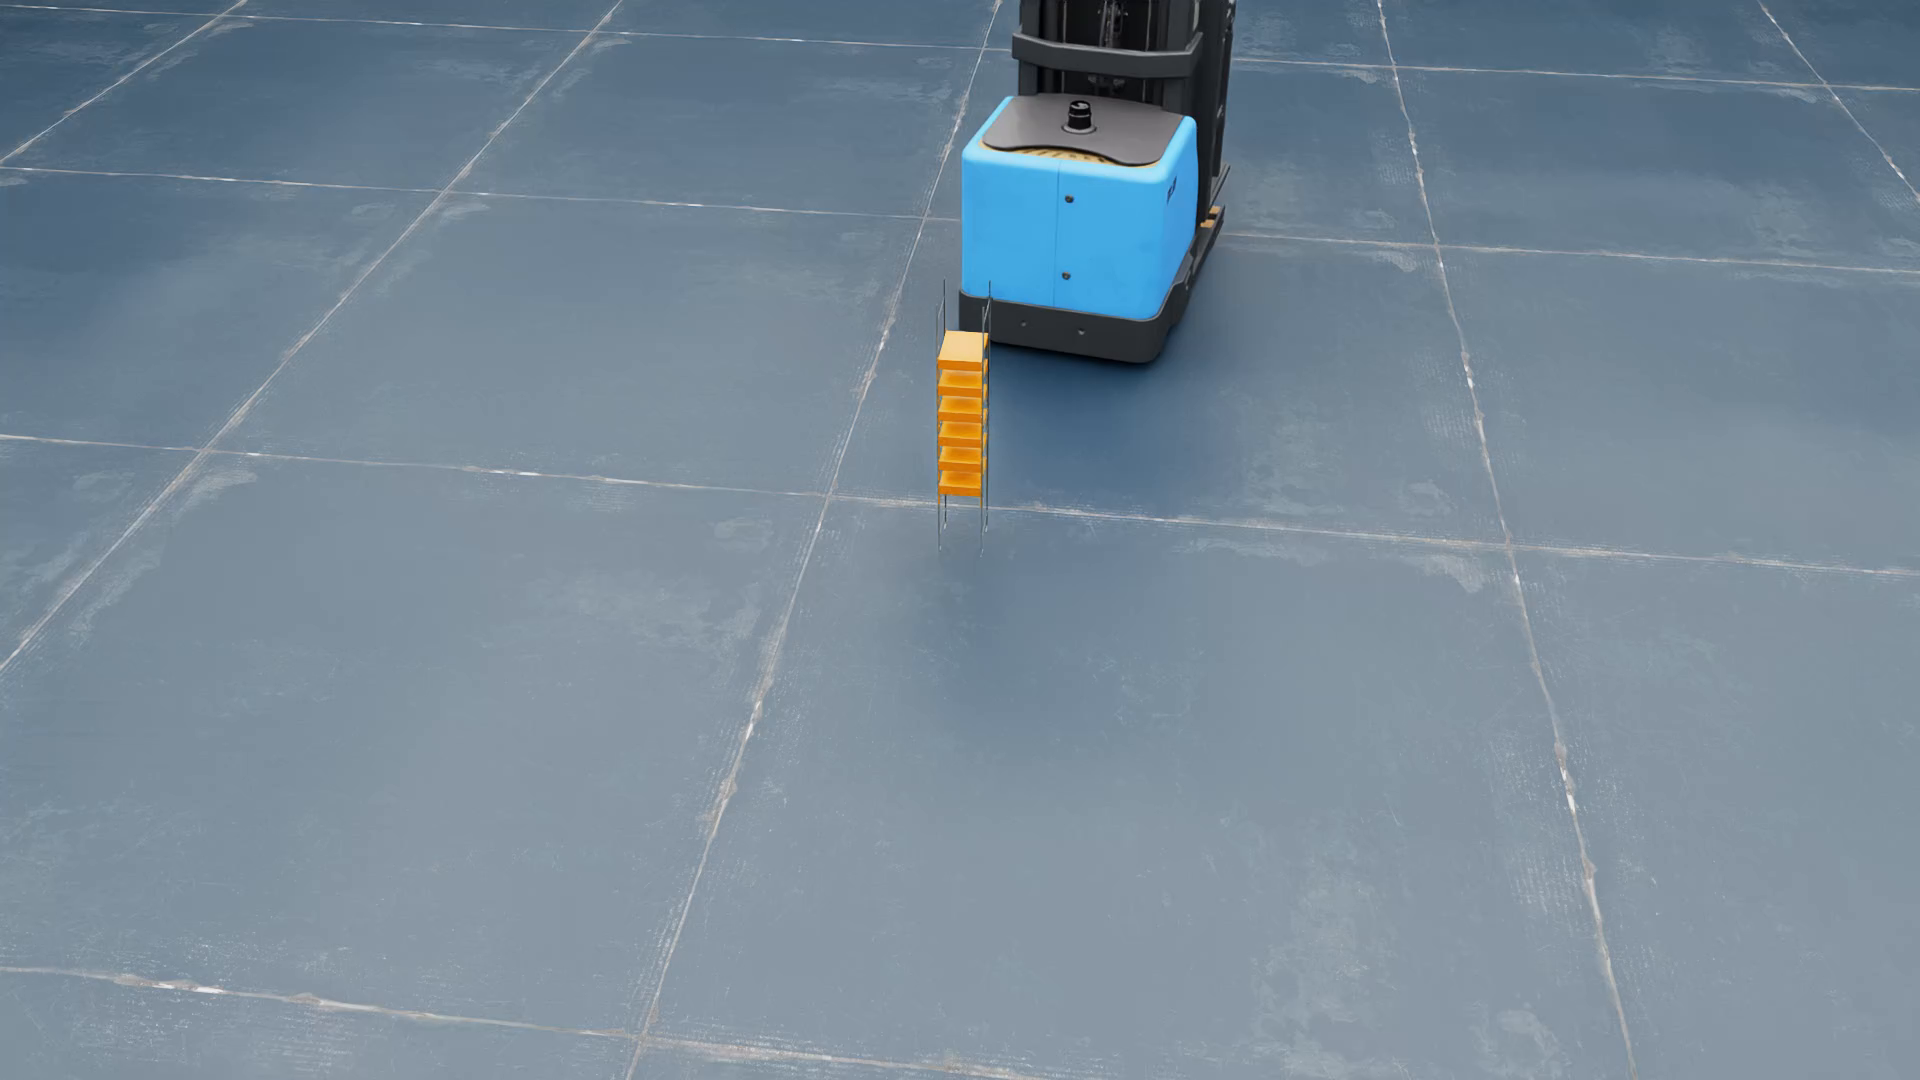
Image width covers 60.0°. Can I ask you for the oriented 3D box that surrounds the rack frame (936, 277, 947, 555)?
[{"bbox_3d":[-0.076,-0.494,6.909,0.006,1.200,0.240,4,36,6],"label":"rack frame"}]

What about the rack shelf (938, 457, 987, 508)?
[{"bbox_3d":[0.014,-0.256,7.065,0.180,0.103,0.258,4,36,6],"label":"rack shelf"}]

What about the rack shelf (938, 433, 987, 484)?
[{"bbox_3d":[0.014,-0.353,6.995,0.180,0.103,0.258,4,36,6],"label":"rack shelf"}]

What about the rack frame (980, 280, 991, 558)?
[{"bbox_3d":[0.105,-0.481,6.890,0.006,1.200,0.240,4,36,6],"label":"rack frame"}]

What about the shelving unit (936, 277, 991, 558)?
[{"bbox_3d":[0.014,-0.487,6.900,0.189,1.200,0.258,4,36,6],"label":"shelving unit"}]

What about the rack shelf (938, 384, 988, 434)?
[{"bbox_3d":[0.014,-0.549,6.856,0.180,0.103,0.258,4,36,6],"label":"rack shelf"}]

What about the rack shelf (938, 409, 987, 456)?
[{"bbox_3d":[0.014,-0.451,6.926,0.180,0.103,0.258,4,36,6],"label":"rack shelf"}]

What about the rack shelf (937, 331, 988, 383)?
[{"bbox_3d":[0.014,-0.744,6.717,0.180,0.103,0.258,4,36,6],"label":"rack shelf"}]

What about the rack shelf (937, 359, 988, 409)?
[{"bbox_3d":[0.014,-0.646,6.786,0.180,0.103,0.258,4,36,6],"label":"rack shelf"}]

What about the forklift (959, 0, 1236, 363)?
[{"bbox_3d":[0.923,-2.941,8.848,1.130,2.935,3.031,10,37,14],"label":"forklift"}]
